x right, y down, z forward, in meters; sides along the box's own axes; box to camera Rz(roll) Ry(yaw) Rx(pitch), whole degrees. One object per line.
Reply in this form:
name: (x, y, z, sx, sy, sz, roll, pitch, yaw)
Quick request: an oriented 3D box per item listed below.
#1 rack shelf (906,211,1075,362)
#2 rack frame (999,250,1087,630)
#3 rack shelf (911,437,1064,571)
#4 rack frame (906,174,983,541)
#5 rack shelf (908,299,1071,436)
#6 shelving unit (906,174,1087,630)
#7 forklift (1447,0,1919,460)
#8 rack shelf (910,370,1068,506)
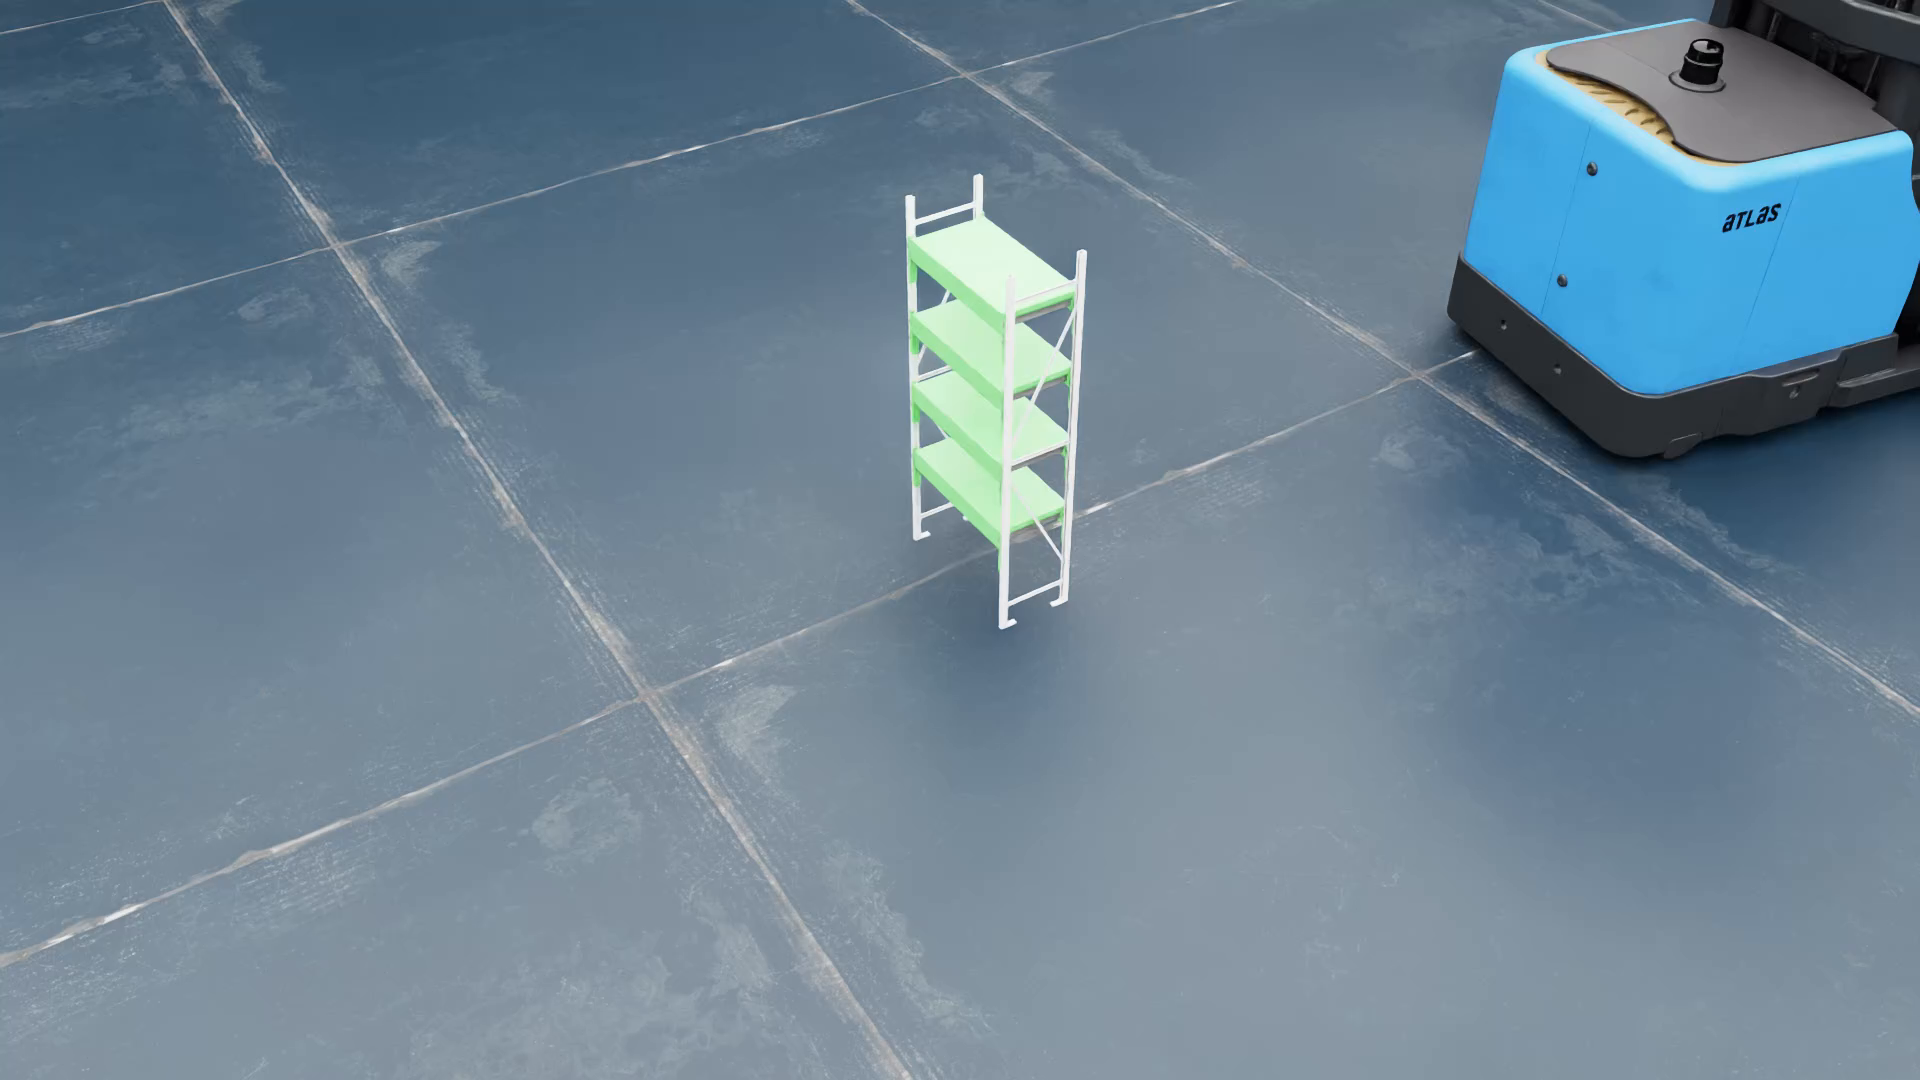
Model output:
rack shelf: (0.089, -0.691, 4.492, 0.258, 0.148, 0.480, -22, 45, -24)
rack frame: (0.220, -0.240, 4.601, 0.240, 1.200, 0.015, -22, 45, -24)
rack shelf: (0.089, -0.138, 4.953, 0.258, 0.148, 0.480, -22, 45, -24)
rack frame: (-0.042, -0.503, 4.917, 0.240, 1.200, 0.015, -22, 45, -24)
rack shelf: (0.089, -0.507, 4.646, 0.258, 0.148, 0.480, -22, 45, -24)
shelving unit: (0.089, -0.372, 4.759, 0.258, 1.200, 0.503, -22, 45, -24)
forklift: (3.368, -1.994, 5.353, 3.031, 2.935, 1.130, -14, 42, -17)
rack shelf: (0.089, -0.323, 4.800, 0.258, 0.148, 0.480, -22, 45, -24)
